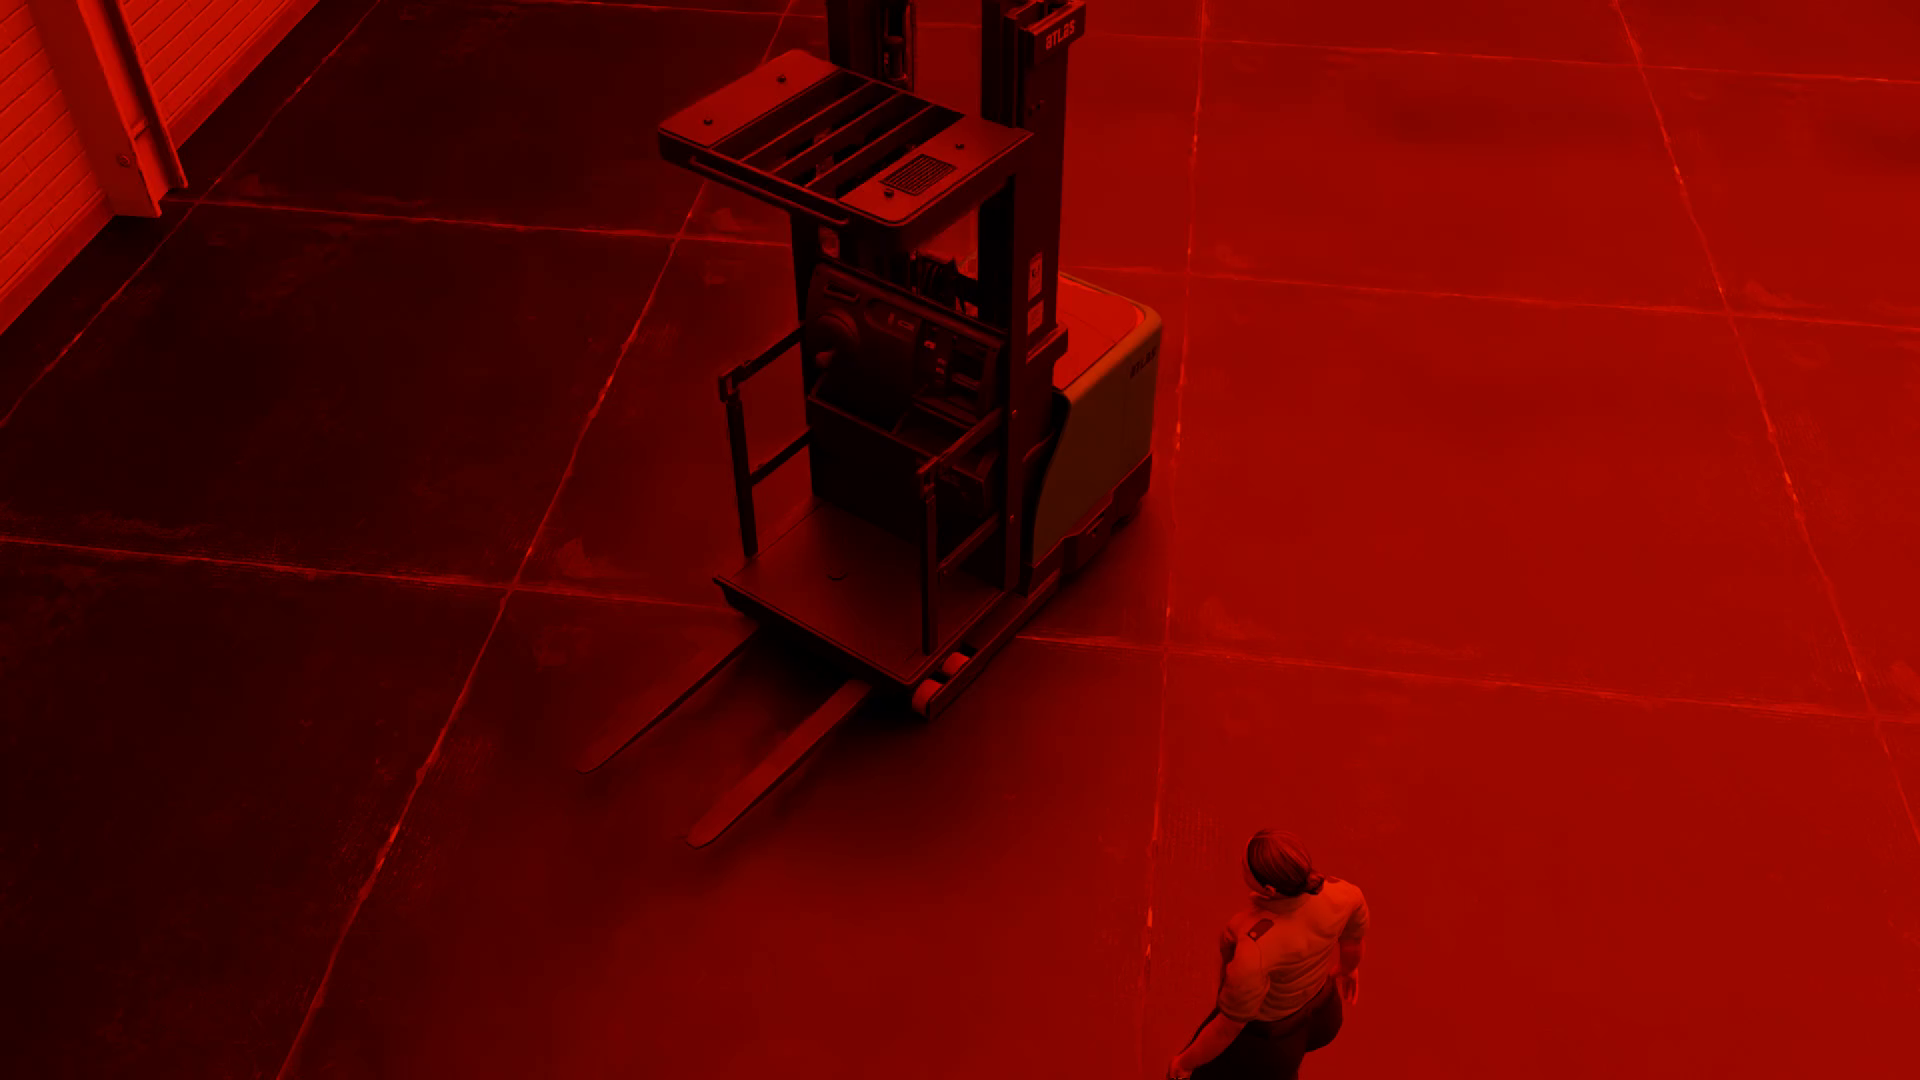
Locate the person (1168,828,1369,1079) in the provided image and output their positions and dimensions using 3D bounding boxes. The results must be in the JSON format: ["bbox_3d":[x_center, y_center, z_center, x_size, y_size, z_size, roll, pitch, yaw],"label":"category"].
[{"bbox_3d":[0.911,1.469,5.097,0.779,1.625,0.364,-30,50,-29],"label":"person"}]

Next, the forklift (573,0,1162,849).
[{"bbox_3d":[-0.363,-0.702,6.489,1.130,2.935,3.031,27,49,26],"label":"forklift"}]
